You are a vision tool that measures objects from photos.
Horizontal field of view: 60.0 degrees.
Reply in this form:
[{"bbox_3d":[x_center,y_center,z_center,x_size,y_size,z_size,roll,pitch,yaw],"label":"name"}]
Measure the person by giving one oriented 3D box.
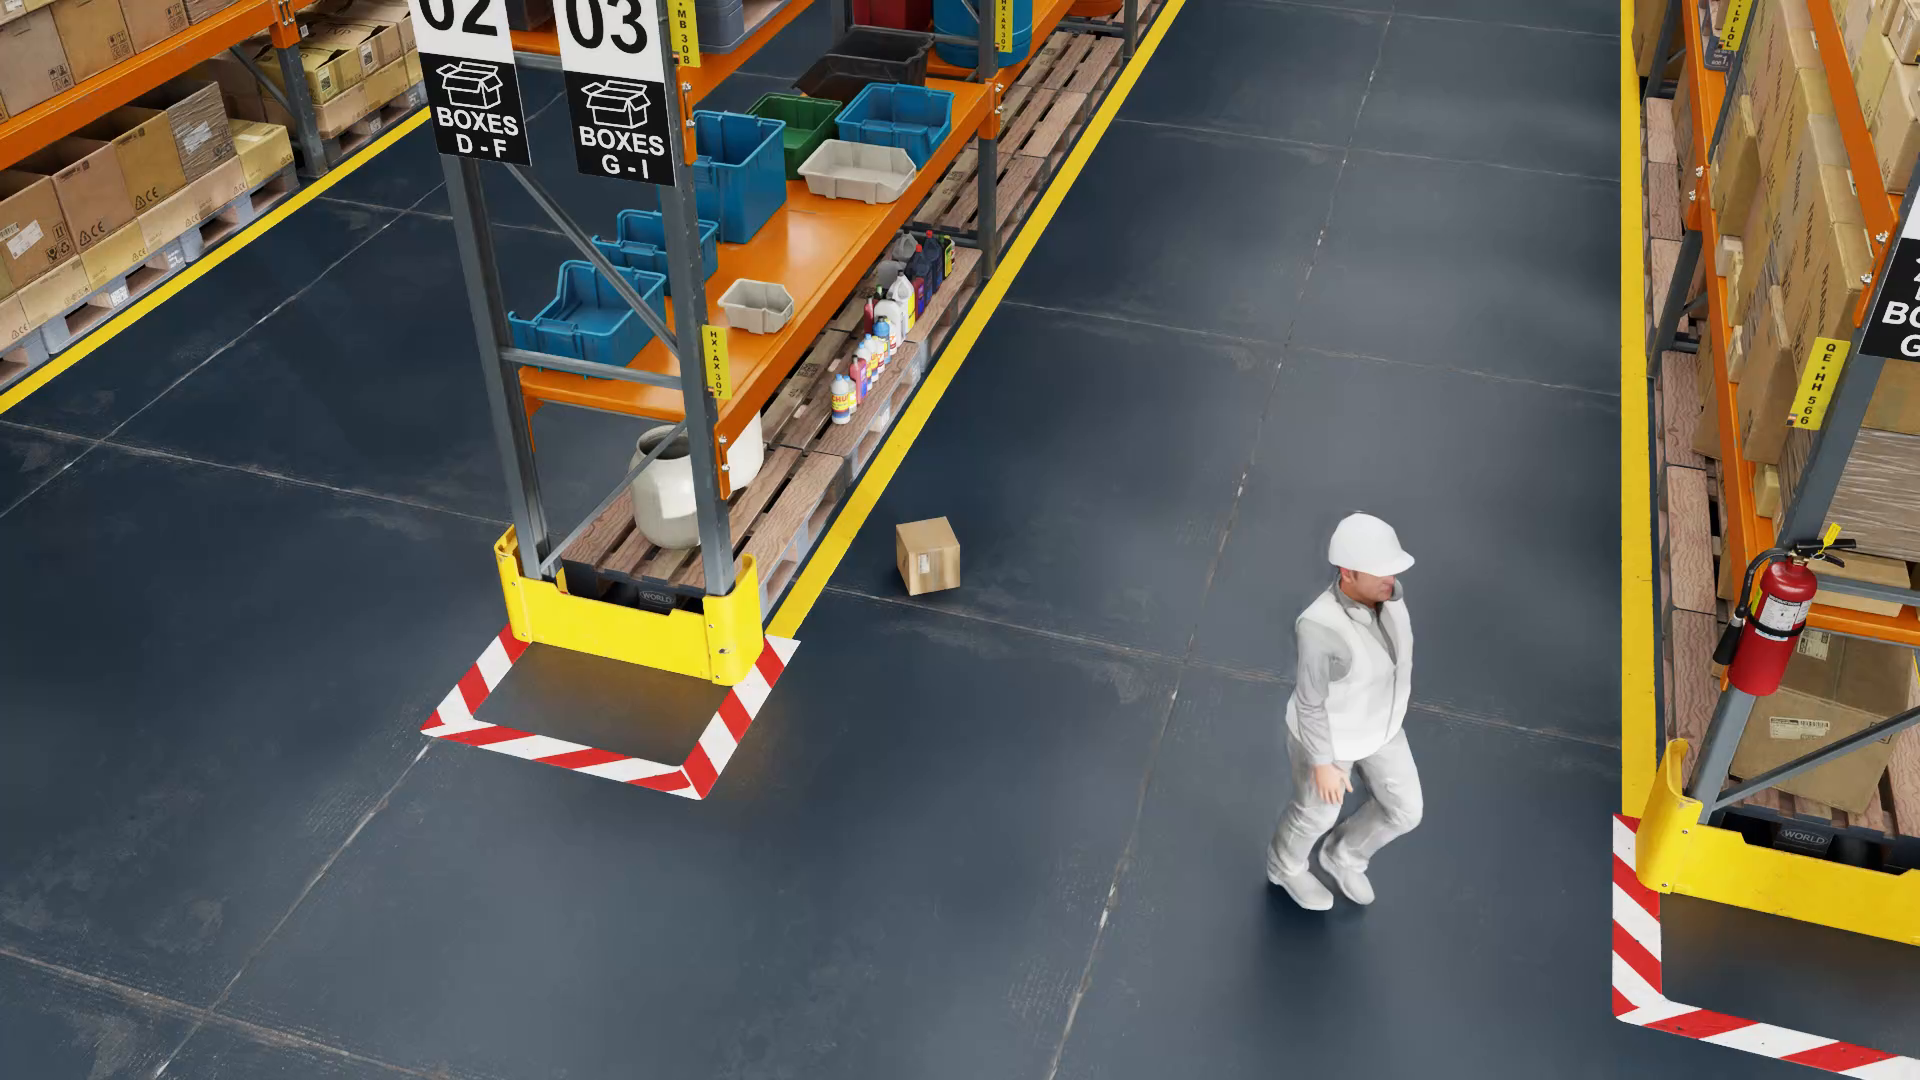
[{"bbox_3d":[1.394,0.700,5.933,0.568,1.820,0.507,-28,45,-32],"label":"person"}]
